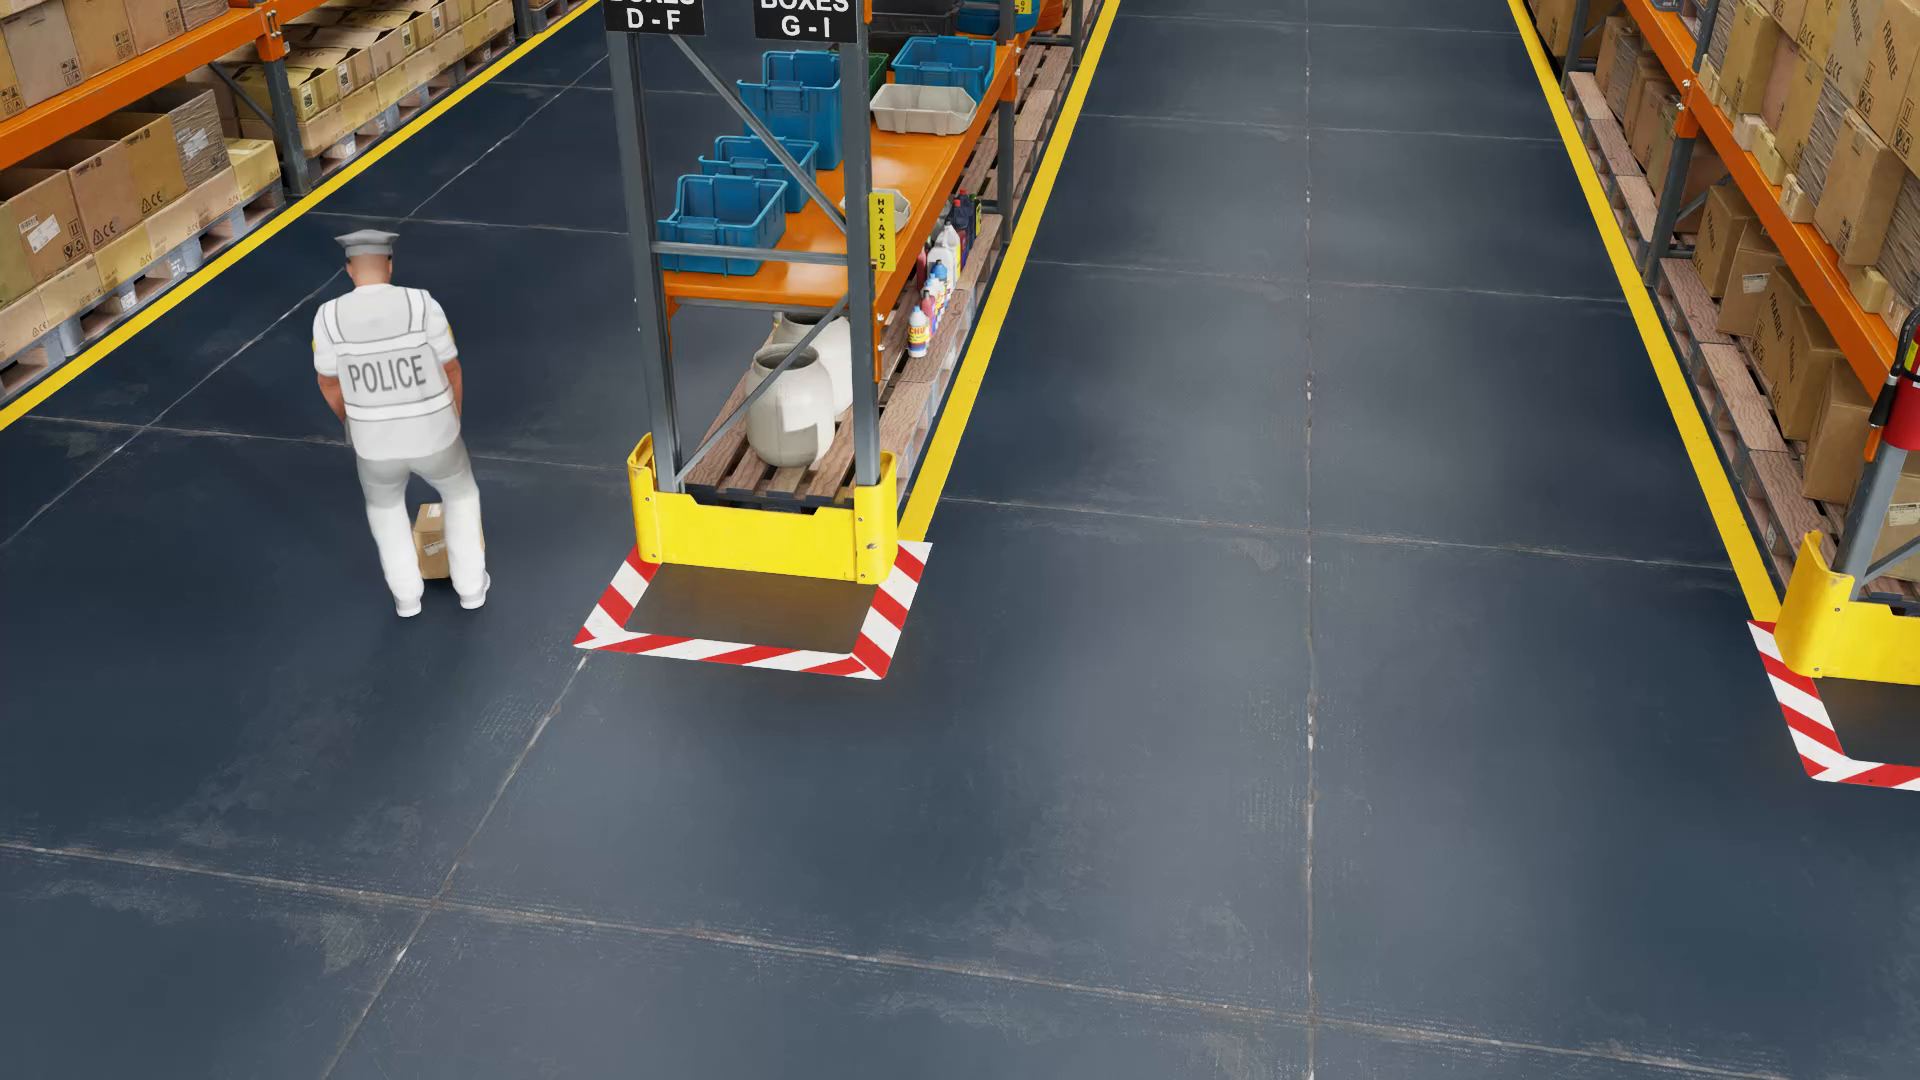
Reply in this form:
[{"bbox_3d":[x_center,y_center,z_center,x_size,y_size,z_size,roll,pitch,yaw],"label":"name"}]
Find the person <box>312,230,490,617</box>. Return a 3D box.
[{"bbox_3d":[-2.331,-0.457,6.938,0.564,1.678,0.539,-6,33,-10],"label":"person"}]
